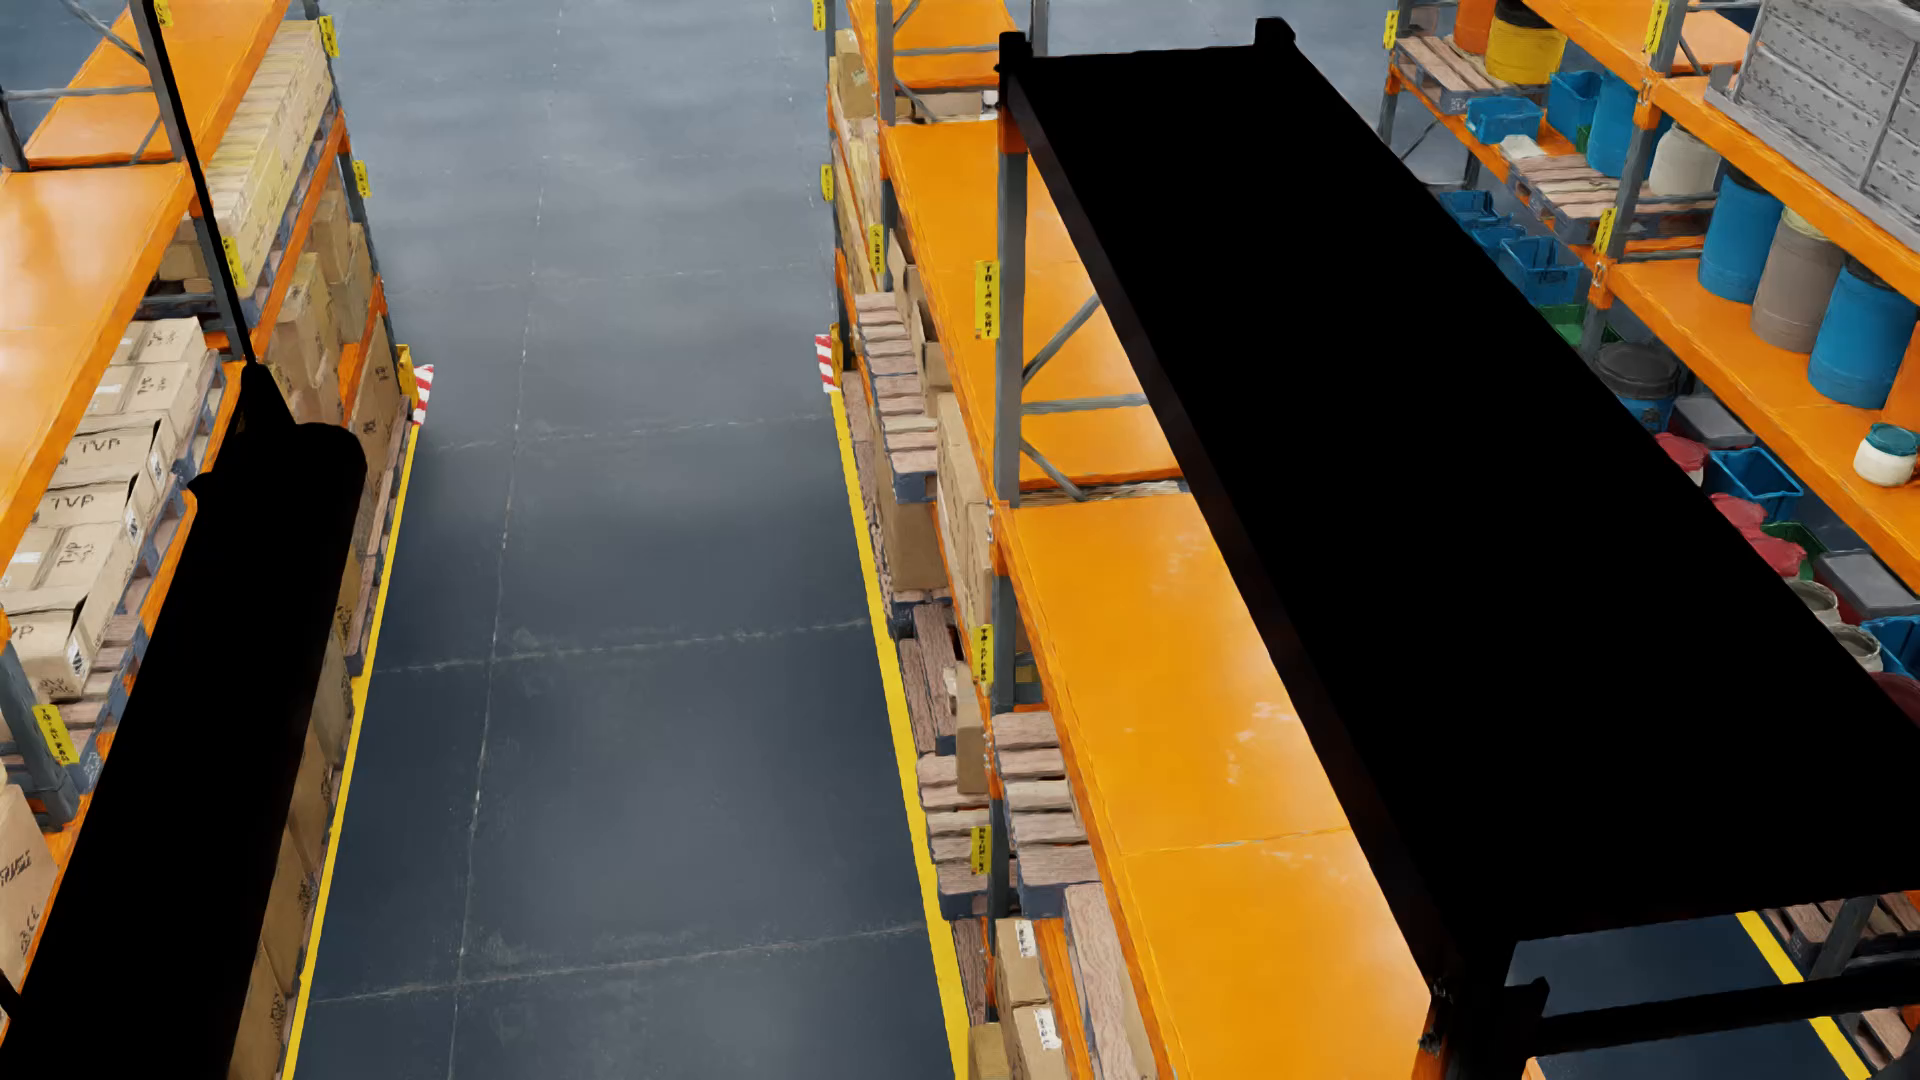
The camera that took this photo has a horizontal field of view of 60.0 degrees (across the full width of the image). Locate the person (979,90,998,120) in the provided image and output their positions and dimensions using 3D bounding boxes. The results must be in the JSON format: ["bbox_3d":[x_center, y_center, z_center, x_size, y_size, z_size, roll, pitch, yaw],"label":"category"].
[{"bbox_3d":[0.365,-3.842,17.243,0.677,1.725,0.572,-7,37,-9],"label":"person"}]
